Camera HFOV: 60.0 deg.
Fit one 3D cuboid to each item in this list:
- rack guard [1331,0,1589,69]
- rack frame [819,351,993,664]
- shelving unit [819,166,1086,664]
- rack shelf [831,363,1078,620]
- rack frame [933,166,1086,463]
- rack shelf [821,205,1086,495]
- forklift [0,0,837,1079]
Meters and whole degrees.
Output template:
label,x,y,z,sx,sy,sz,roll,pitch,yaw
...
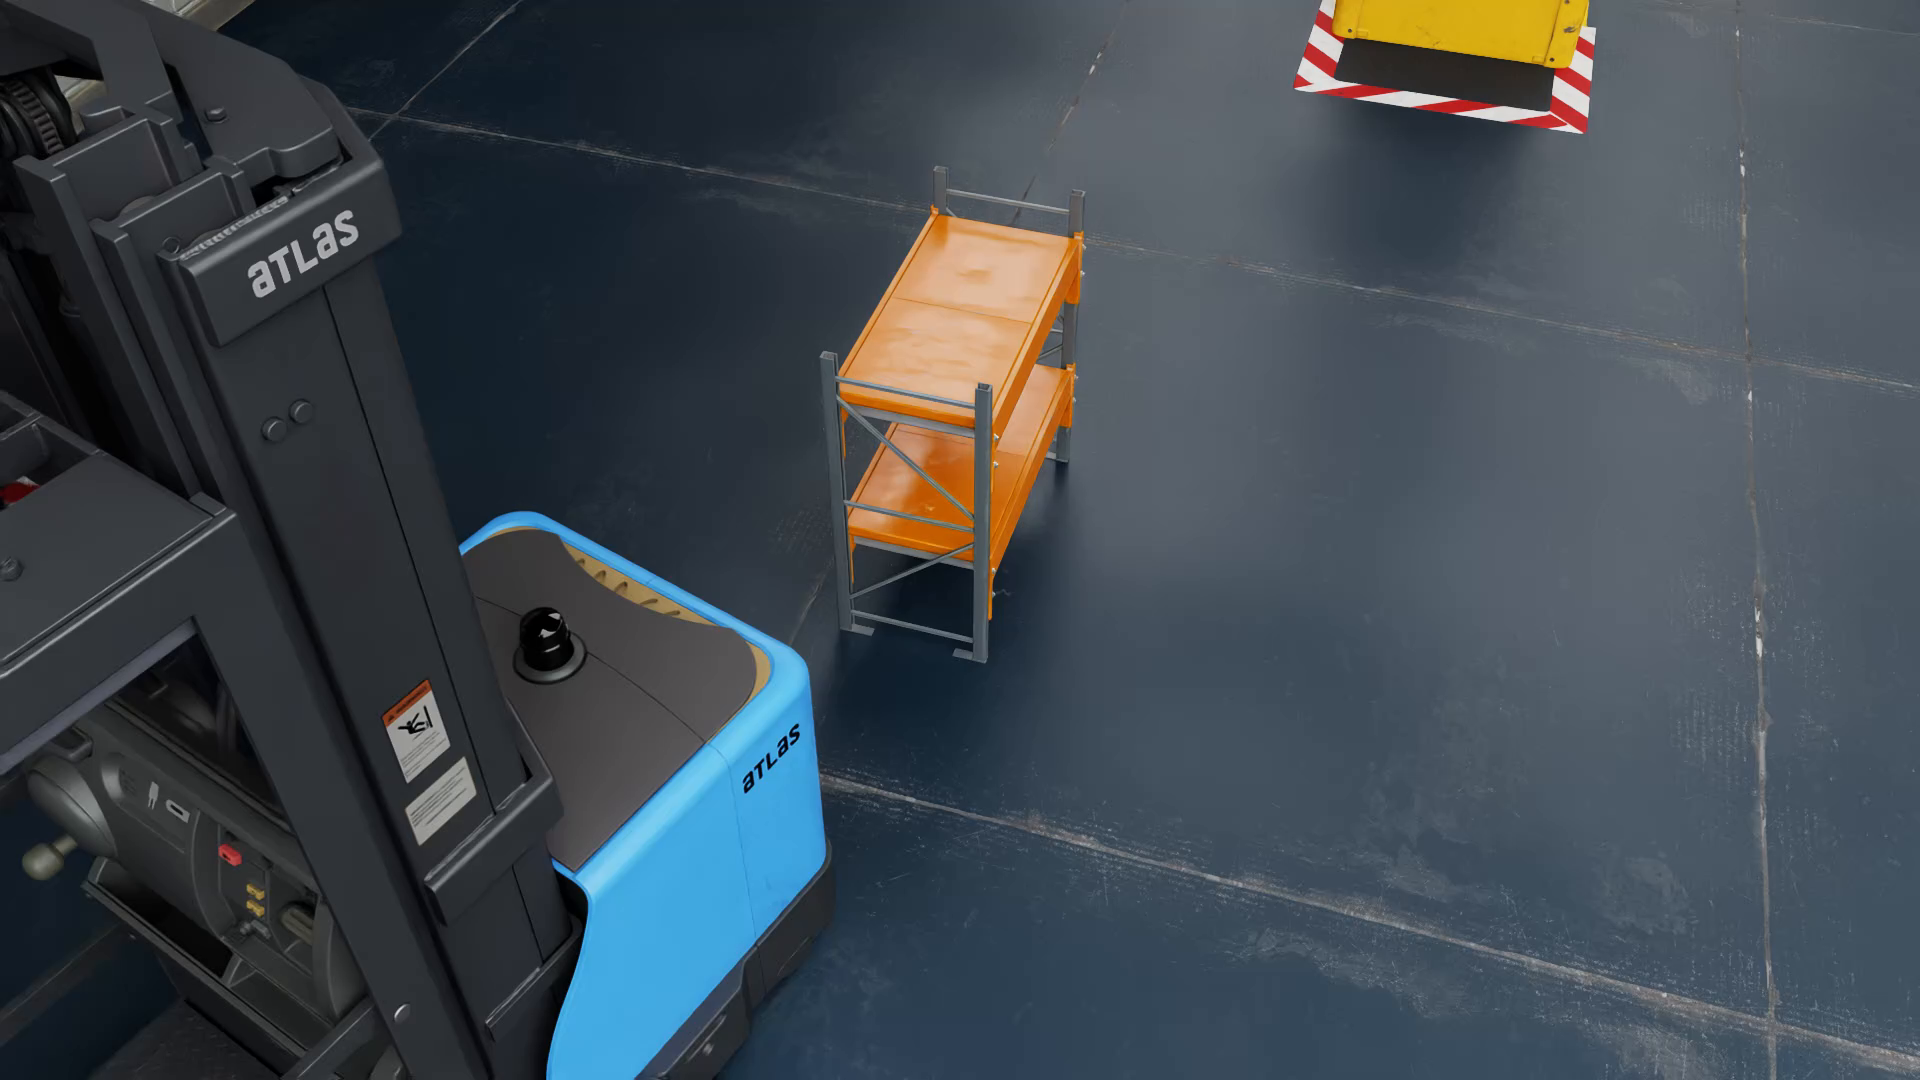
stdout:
label,x,y,z,sx,sy,sz,roll,pitch,yaw
rack guard,2.461,-2.700,8.152,1.175,0.500,0.348,13,46,13
rack frame,-0.152,-0.068,5.015,0.500,1.125,0.032,13,46,13
shelving unit,0.002,-0.407,5.361,0.538,1.125,1.048,13,46,13
rack shelf,0.002,-0.232,5.532,0.538,0.278,1.000,13,46,13
rack frame,0.156,-0.745,5.707,0.500,1.125,0.032,13,46,13
rack shelf,0.002,-0.616,5.156,0.538,0.278,1.000,13,46,13
forklift,-1.589,0.661,2.979,1.130,2.935,3.031,26,50,24
